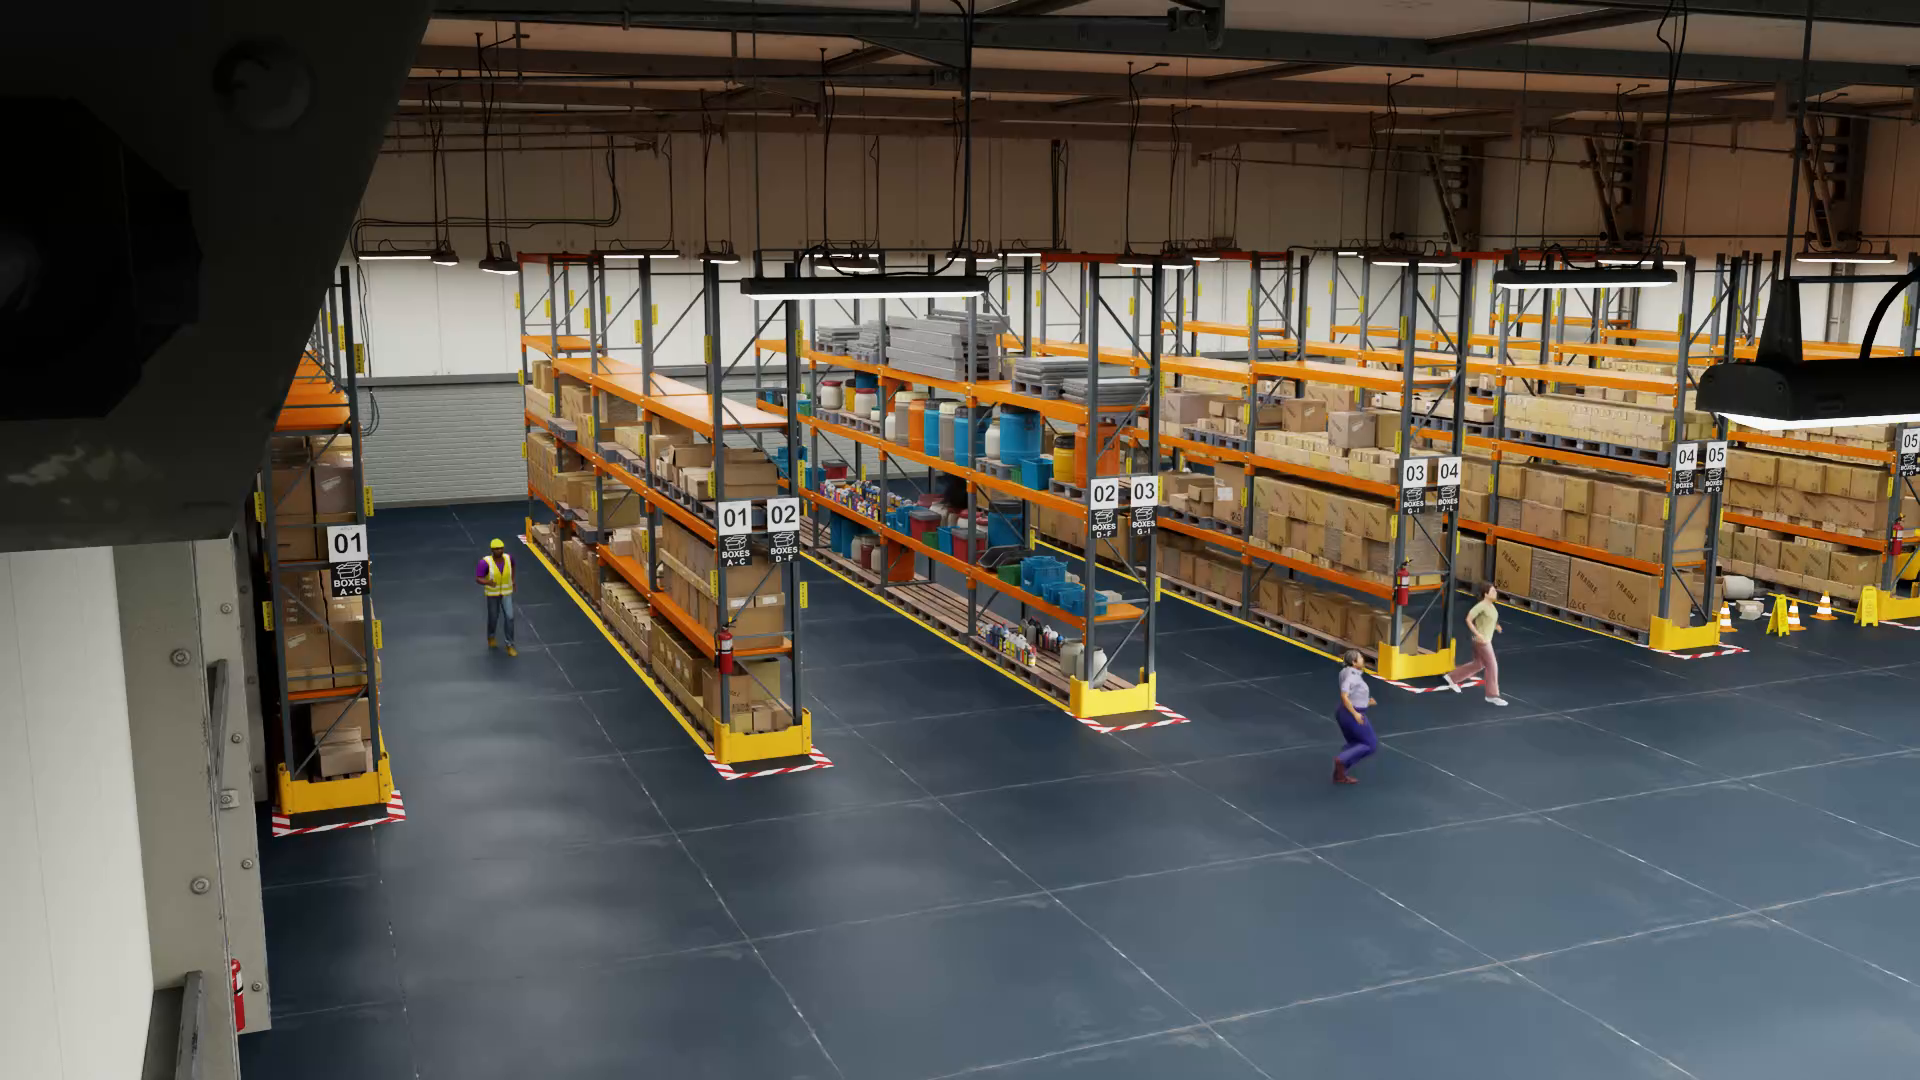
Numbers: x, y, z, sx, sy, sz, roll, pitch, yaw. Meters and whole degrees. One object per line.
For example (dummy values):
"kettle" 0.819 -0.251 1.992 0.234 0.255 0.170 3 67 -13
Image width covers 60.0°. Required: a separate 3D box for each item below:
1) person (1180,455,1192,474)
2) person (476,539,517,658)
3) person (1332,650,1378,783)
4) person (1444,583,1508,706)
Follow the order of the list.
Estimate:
"person" 4.782 -1.000 35.889 0.611 1.697 0.765 -4 11 -19
"person" -7.077 0.850 25.443 0.640 1.796 0.890 -5 12 -26
"person" 4.602 2.060 19.347 0.541 1.605 0.604 0 10 -1
"person" 7.098 1.387 22.760 0.882 1.673 0.576 6 12 28
